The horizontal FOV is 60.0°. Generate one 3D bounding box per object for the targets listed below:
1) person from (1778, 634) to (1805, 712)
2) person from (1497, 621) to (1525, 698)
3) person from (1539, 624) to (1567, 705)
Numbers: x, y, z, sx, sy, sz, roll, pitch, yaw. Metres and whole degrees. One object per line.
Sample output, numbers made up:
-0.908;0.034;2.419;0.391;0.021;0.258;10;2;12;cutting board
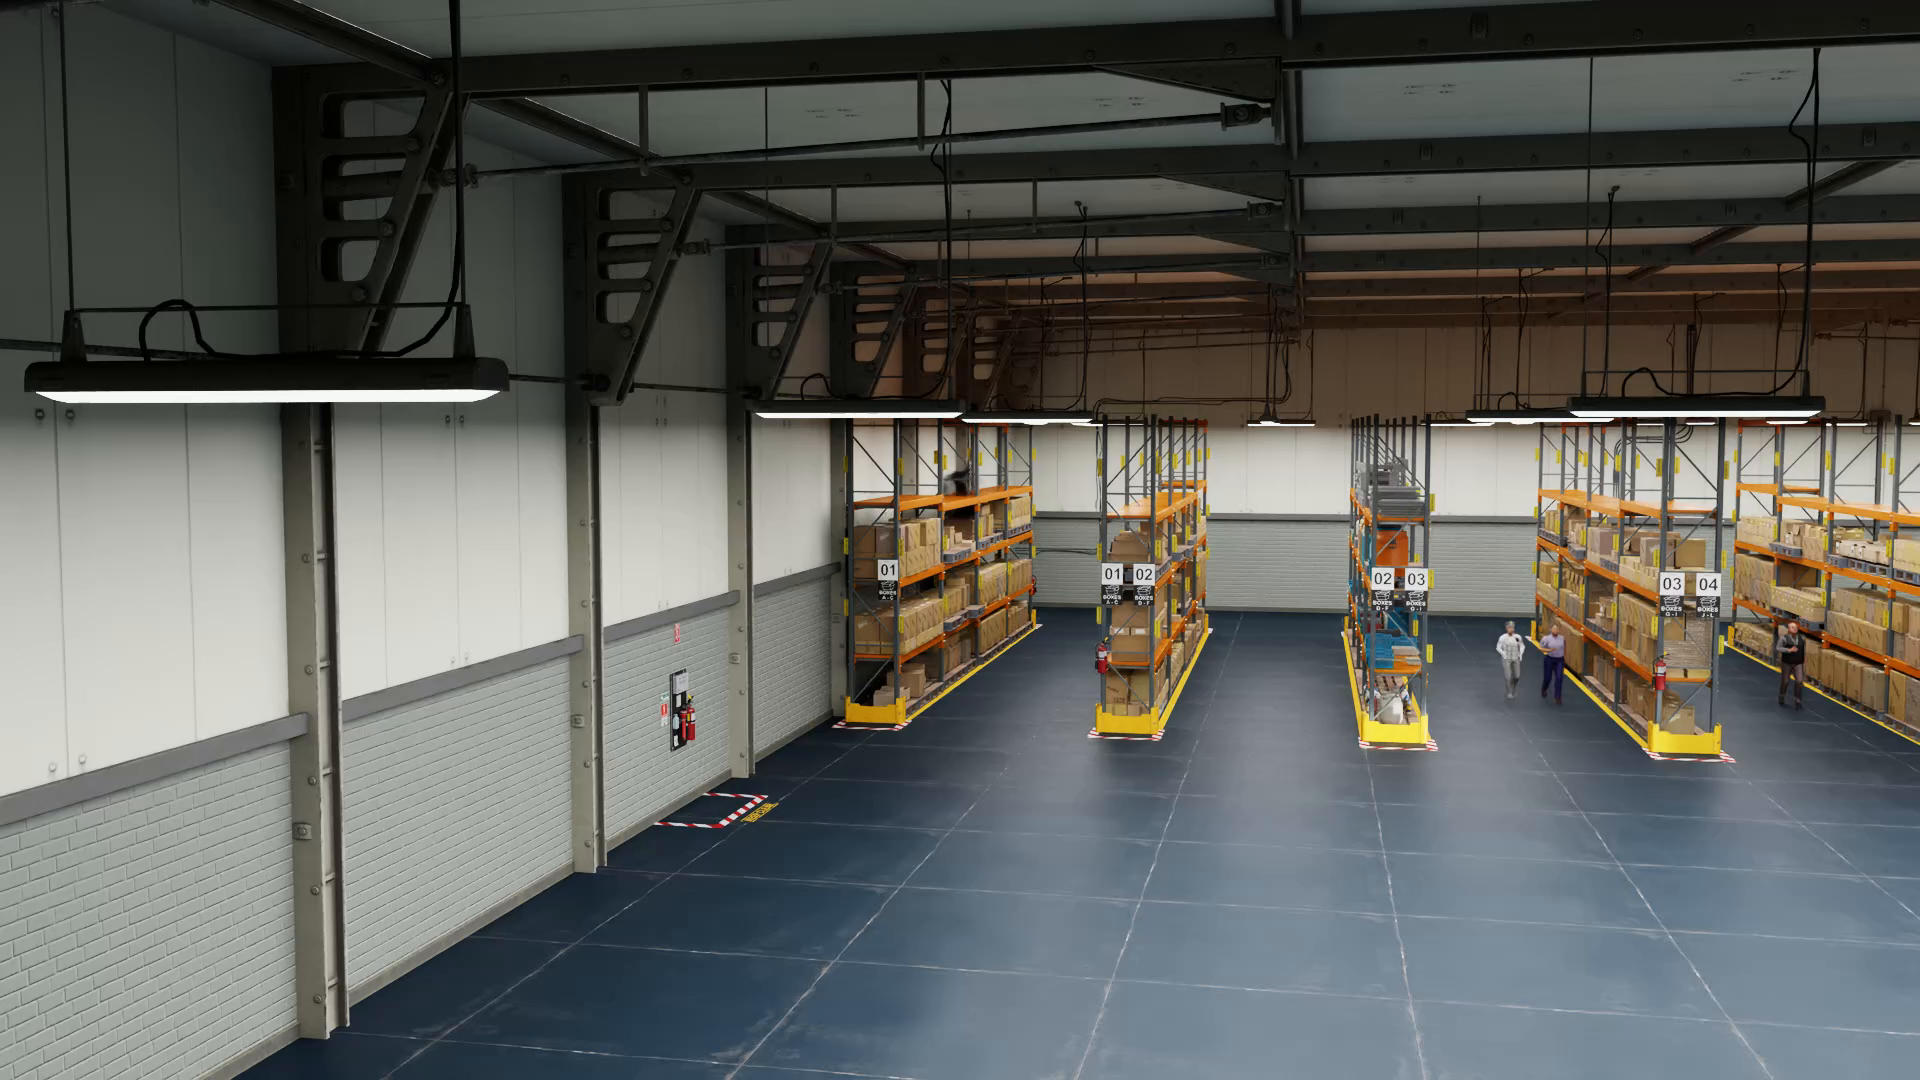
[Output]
17.071;2.693;34.136;0.444;1.548;0.828;1;4;9;person
5.807;1.575;38.340;13.183;3.171;4.978;1;4;9;person
16.842;2.800;31.569;9.788;1.656;6.853;0;4;3;person
